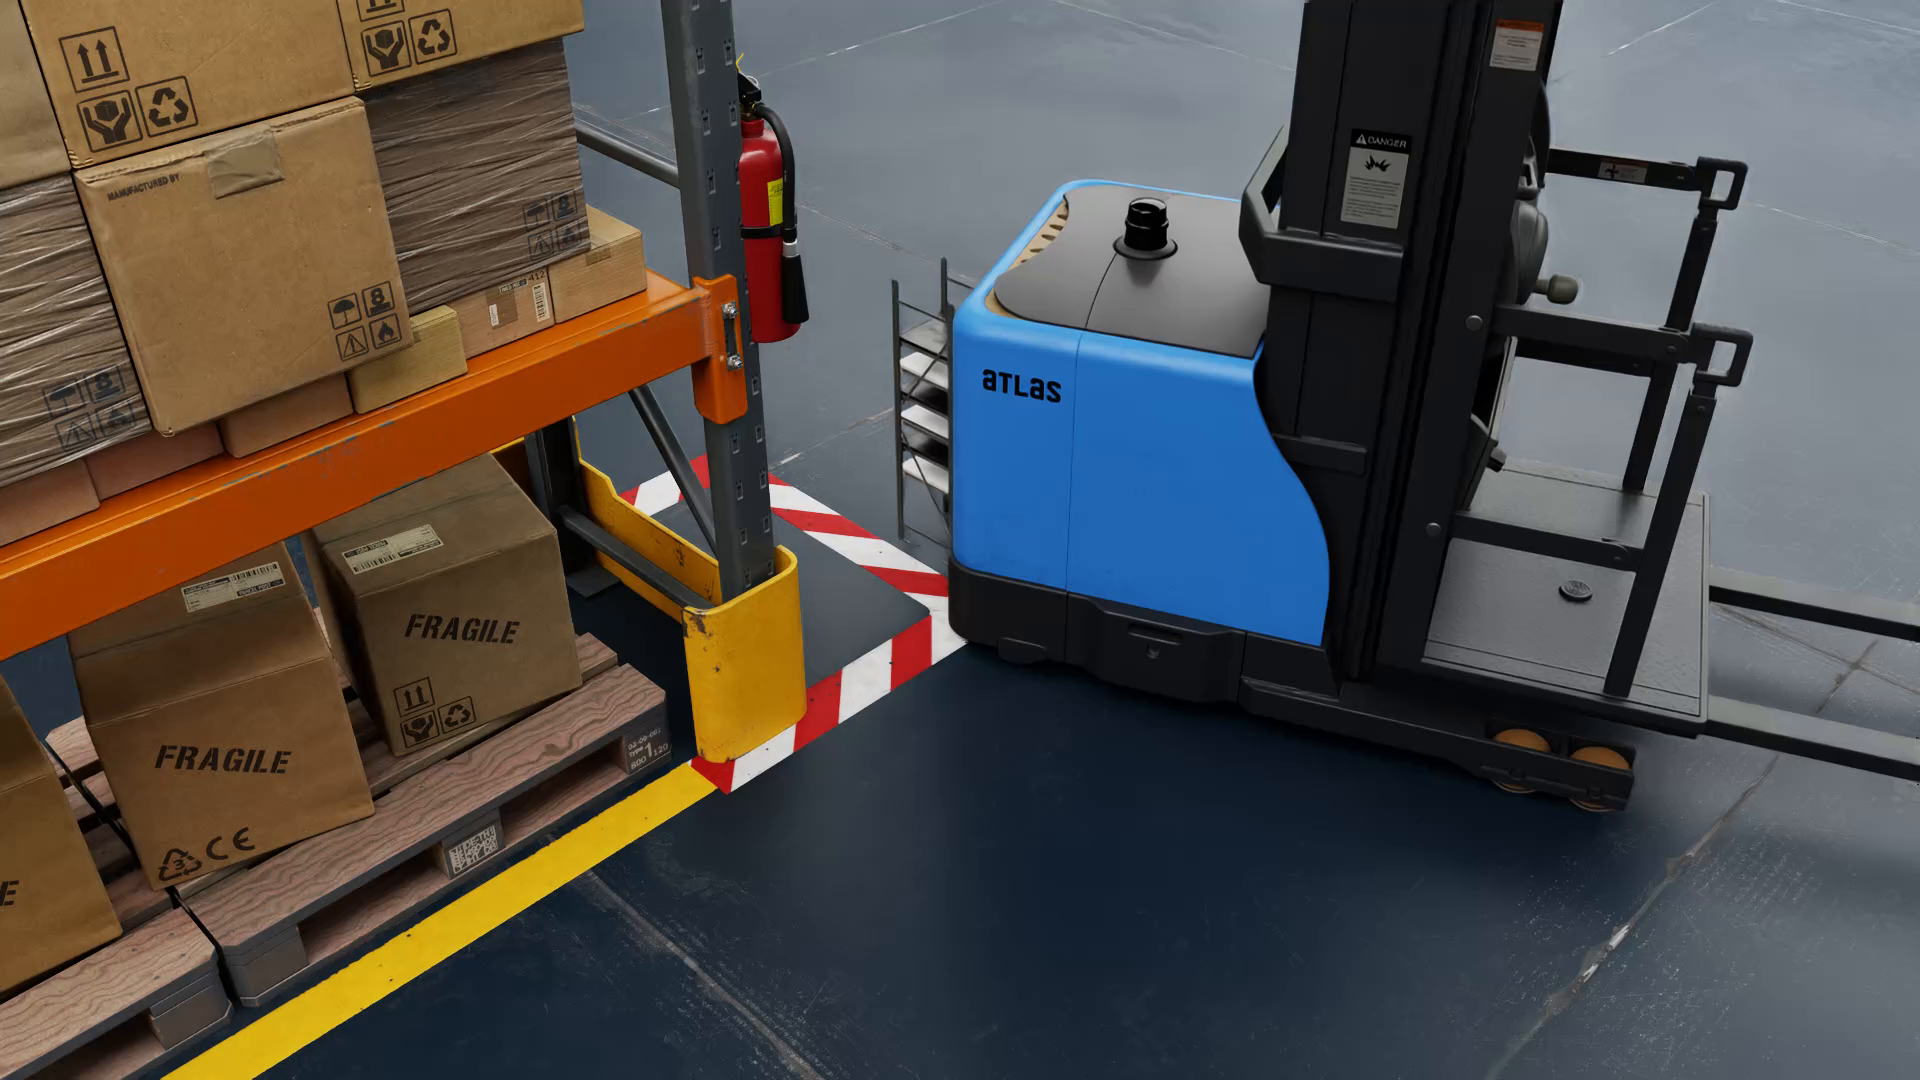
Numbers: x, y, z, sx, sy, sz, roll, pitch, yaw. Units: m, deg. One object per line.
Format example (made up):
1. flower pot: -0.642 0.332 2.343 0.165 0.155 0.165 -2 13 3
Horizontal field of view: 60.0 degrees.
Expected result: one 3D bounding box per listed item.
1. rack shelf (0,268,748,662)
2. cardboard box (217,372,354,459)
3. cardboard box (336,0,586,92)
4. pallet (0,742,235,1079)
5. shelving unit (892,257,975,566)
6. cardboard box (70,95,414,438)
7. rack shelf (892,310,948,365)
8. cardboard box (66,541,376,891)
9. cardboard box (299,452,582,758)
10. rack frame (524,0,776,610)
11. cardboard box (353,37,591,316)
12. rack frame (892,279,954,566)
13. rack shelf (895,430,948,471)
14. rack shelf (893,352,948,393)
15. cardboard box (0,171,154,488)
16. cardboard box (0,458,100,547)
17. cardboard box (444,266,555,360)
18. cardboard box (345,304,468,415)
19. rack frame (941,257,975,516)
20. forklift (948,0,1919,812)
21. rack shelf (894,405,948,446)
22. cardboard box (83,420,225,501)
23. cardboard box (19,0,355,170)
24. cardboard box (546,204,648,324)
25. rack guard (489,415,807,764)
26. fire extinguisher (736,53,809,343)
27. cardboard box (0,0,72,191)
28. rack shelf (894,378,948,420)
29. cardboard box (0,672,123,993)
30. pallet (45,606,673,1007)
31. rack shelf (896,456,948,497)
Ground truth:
1. rack shelf: -2.285 0.148 3.045 1.077 0.370 4.000 30 45 35
2. cardboard box: -1.434 -0.339 3.333 0.380 0.149 0.250 30 45 35
3. cardboard box: -1.088 -1.210 3.141 0.500 0.500 0.500 30 45 35
4. pallet: -2.387 1.024 3.598 1.003 0.211 1.213 30 45 35
5. shelving unit: -0.036 -0.370 4.994 0.258 0.900 0.210 28 44 34
6. cardboard box: -1.550 -0.659 3.225 0.875 0.500 0.500 30 45 35
7. rack shelf: -0.036 -0.565 4.859 0.258 0.077 0.200 28 44 34
8. cardboard box: -1.725 0.397 3.877 0.500 0.500 0.500 -18 39 -24
9. cardboard box: -1.328 0.140 4.245 0.500 0.500 0.500 -21 40 -28
10. rack frame: -0.876 -0.959 4.003 1.000 3.000 0.127 30 45 35
11. cardboard box: -1.283 -0.910 3.585 0.875 0.500 0.500 30 45 35
12. rack frame: -0.105 -0.328 4.933 0.240 0.900 0.006 28 44 34
13. rack shelf: -0.036 -0.269 5.065 0.258 0.077 0.200 28 44 34
14. rack shelf: -0.036 -0.491 4.911 0.258 0.077 0.200 28 44 34
15. cardboard box: -1.933 -0.473 2.959 0.875 0.500 0.500 30 45 35
16. cardboard box: -1.799 -0.143 3.053 0.380 0.149 0.250 30 45 35
17. cardboard box: -1.107 -0.556 3.645 0.380 0.149 0.250 30 45 35
18. cardboard box: -1.247 -0.434 3.470 0.380 0.149 0.250 30 45 35
19. rack frame: 0.033 -0.413 5.055 0.240 0.900 0.006 28 44 34
20. forklift: 1.538 -0.852 3.909 3.031 2.935 1.130 12 37 17
21. rack shelf: -0.036 -0.343 5.013 0.258 0.077 0.200 28 44 34
22. cardboard box: -1.639 -0.254 3.212 0.380 0.149 0.250 30 45 35
23. cardboard box: -1.436 -1.004 2.846 0.500 0.500 0.500 30 45 35
24. cardboard box: -0.930 -0.657 3.790 0.380 0.149 0.250 30 45 35
25. rack guard: -0.930 0.097 4.674 1.175 0.500 0.348 30 45 35
26. fire extinguisher: -0.468 -0.788 3.826 0.296 0.674 0.183 30 45 35
27. cardboard box: -1.791 -0.802 2.557 0.500 0.500 0.500 30 45 35
28. rack shelf: -0.036 -0.417 4.962 0.258 0.077 0.200 28 44 34
29. cardboard box: -2.179 0.643 3.523 0.500 0.500 0.500 -25 42 -32
30. pallet: -1.527 0.531 4.304 1.003 0.211 1.213 30 45 35
31. rack shelf: -0.036 -0.195 5.116 0.258 0.077 0.200 28 44 34
